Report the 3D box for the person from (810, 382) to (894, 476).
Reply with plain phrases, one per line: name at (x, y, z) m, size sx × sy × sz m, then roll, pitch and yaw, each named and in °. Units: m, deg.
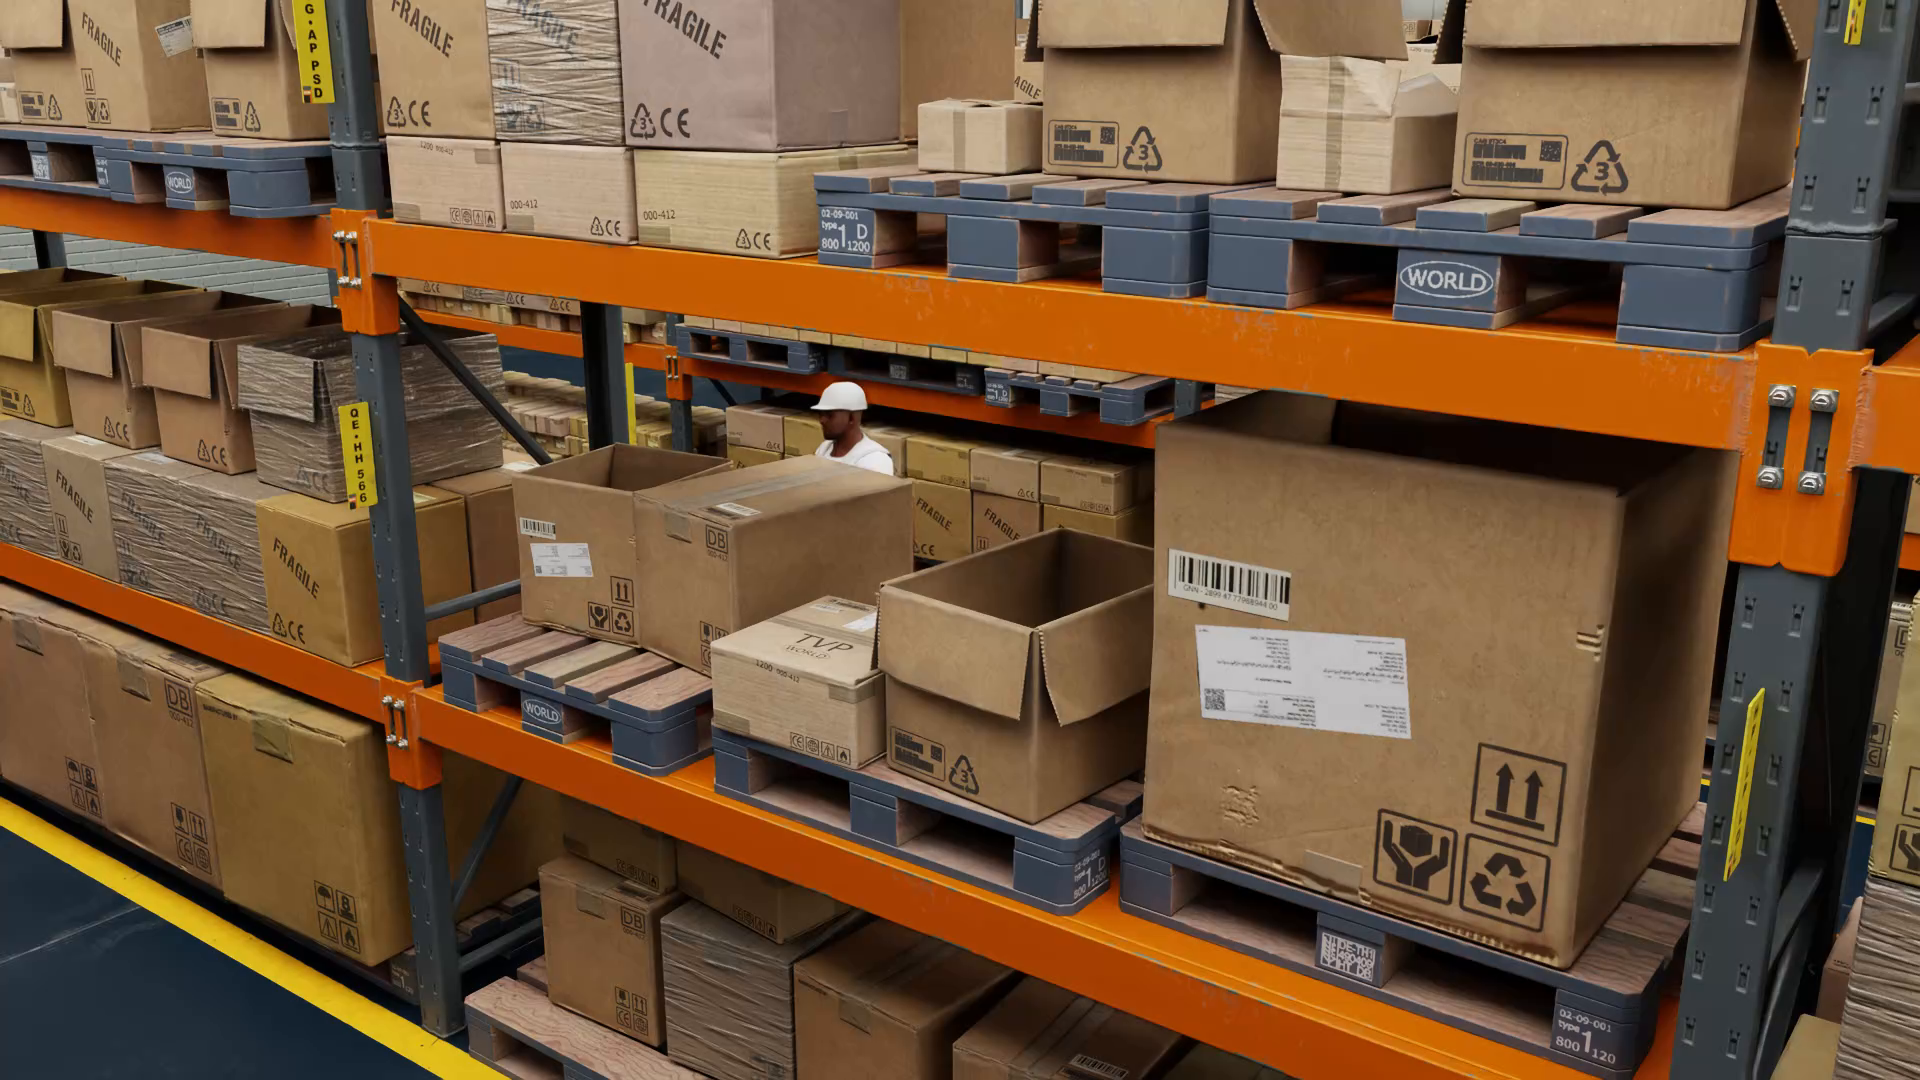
person at (-0.605, 0.079, 8.258) m, size 0.980 × 1.725 × 0.585 m, roll -10°, pitch 19°, yaw -31°
